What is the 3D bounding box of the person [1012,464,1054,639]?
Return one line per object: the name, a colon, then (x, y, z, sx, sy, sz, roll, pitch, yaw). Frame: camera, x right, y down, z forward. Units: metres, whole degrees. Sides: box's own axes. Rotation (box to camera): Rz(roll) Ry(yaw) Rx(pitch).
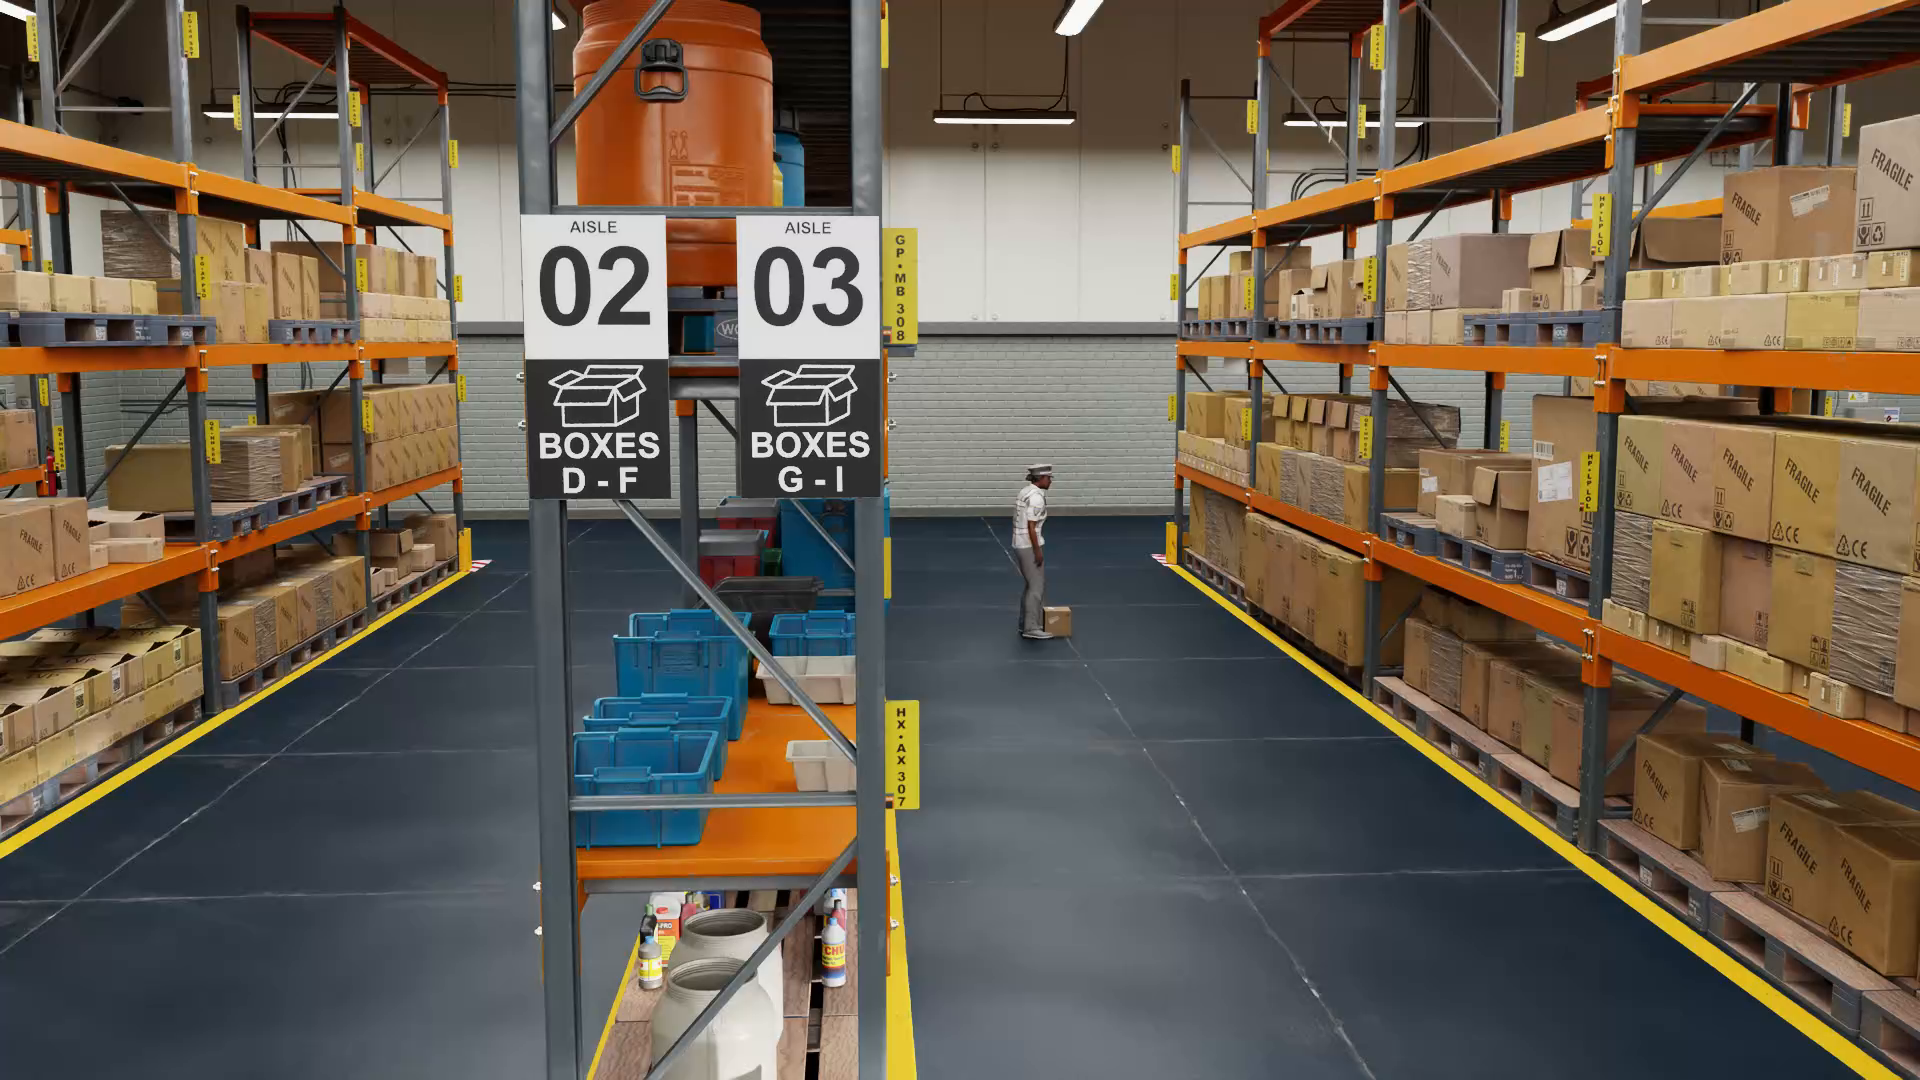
person: (0.707, 0.096, 15.974, 0.398, 1.658, 0.510, -1, 7, -4)
